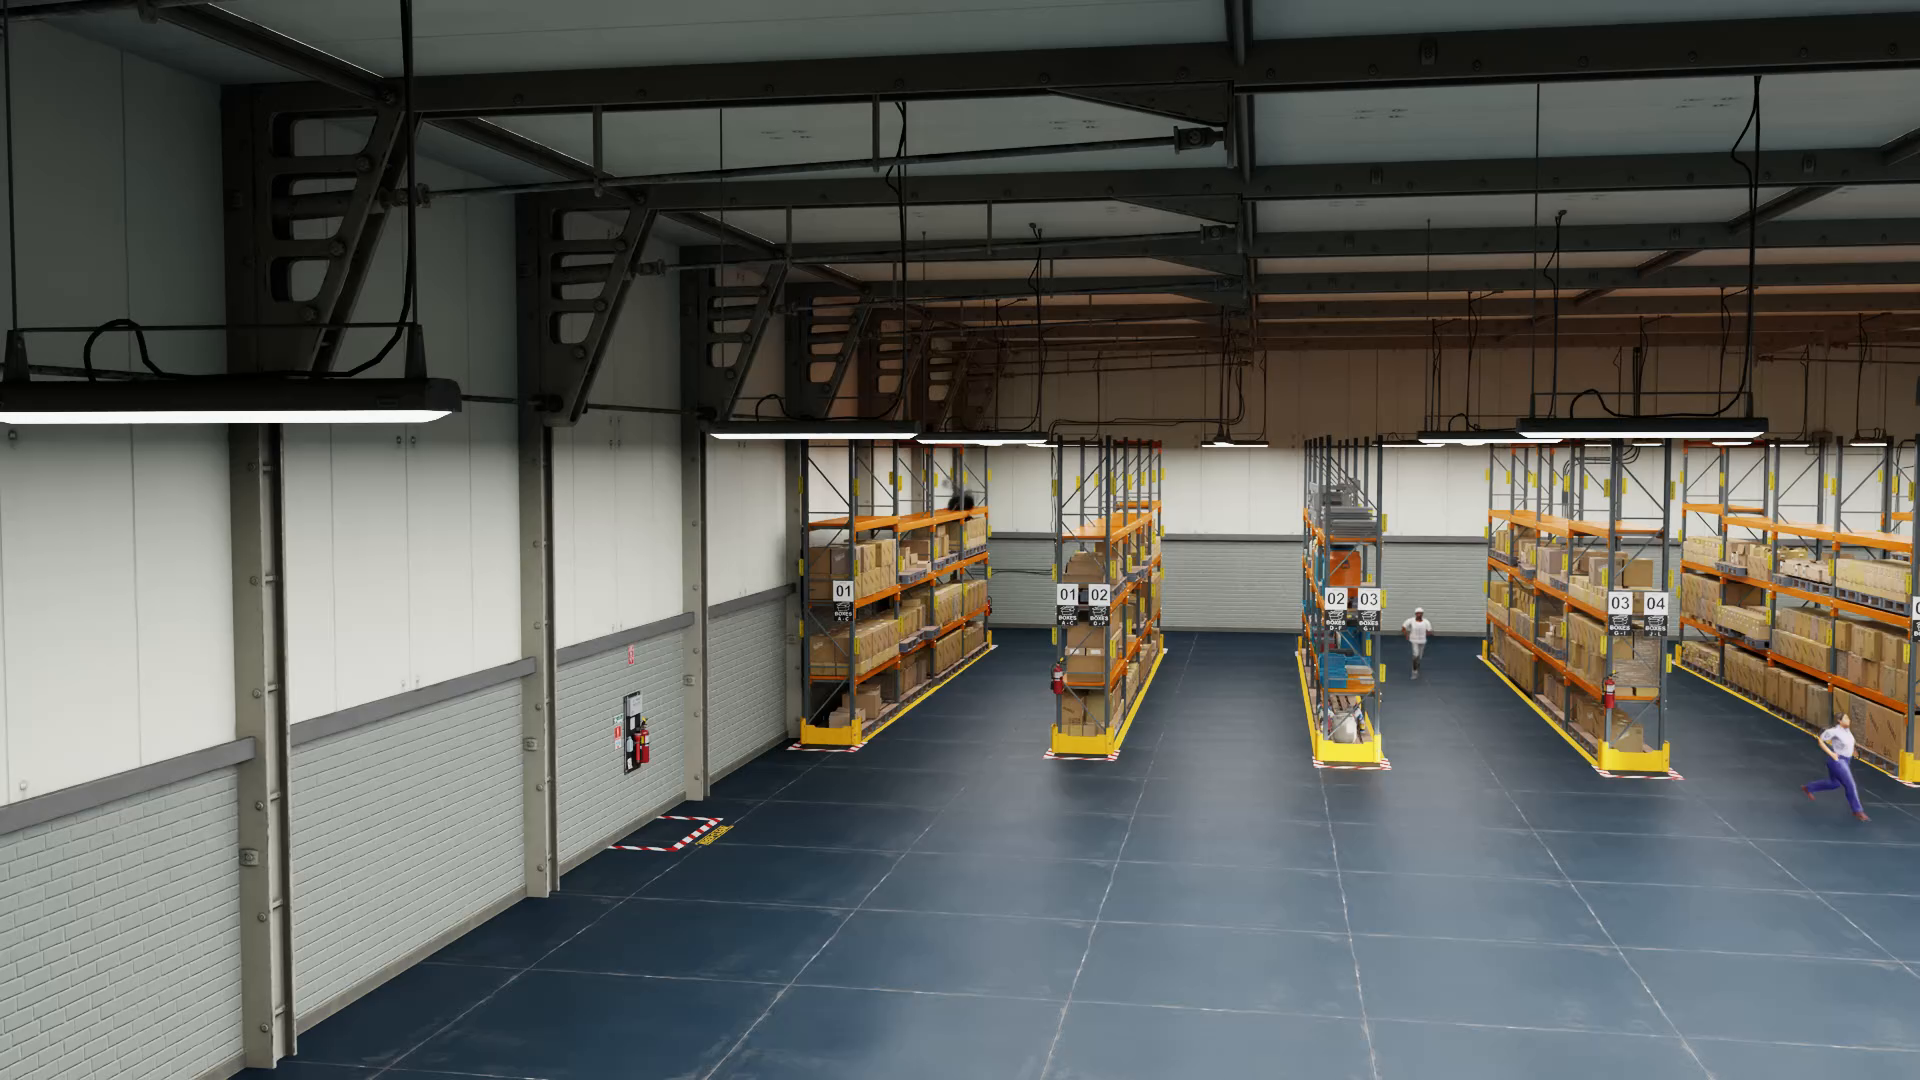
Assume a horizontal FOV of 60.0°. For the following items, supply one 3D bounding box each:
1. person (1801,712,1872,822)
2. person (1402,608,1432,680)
[{"bbox_3d":[13.757,3.518,26.051,1.073,1.645,0.576,3,4,45],"label":"person"},{"bbox_3d":[11.468,2.600,41.630,0.672,1.823,0.763,0,3,-3],"label":"person"}]
